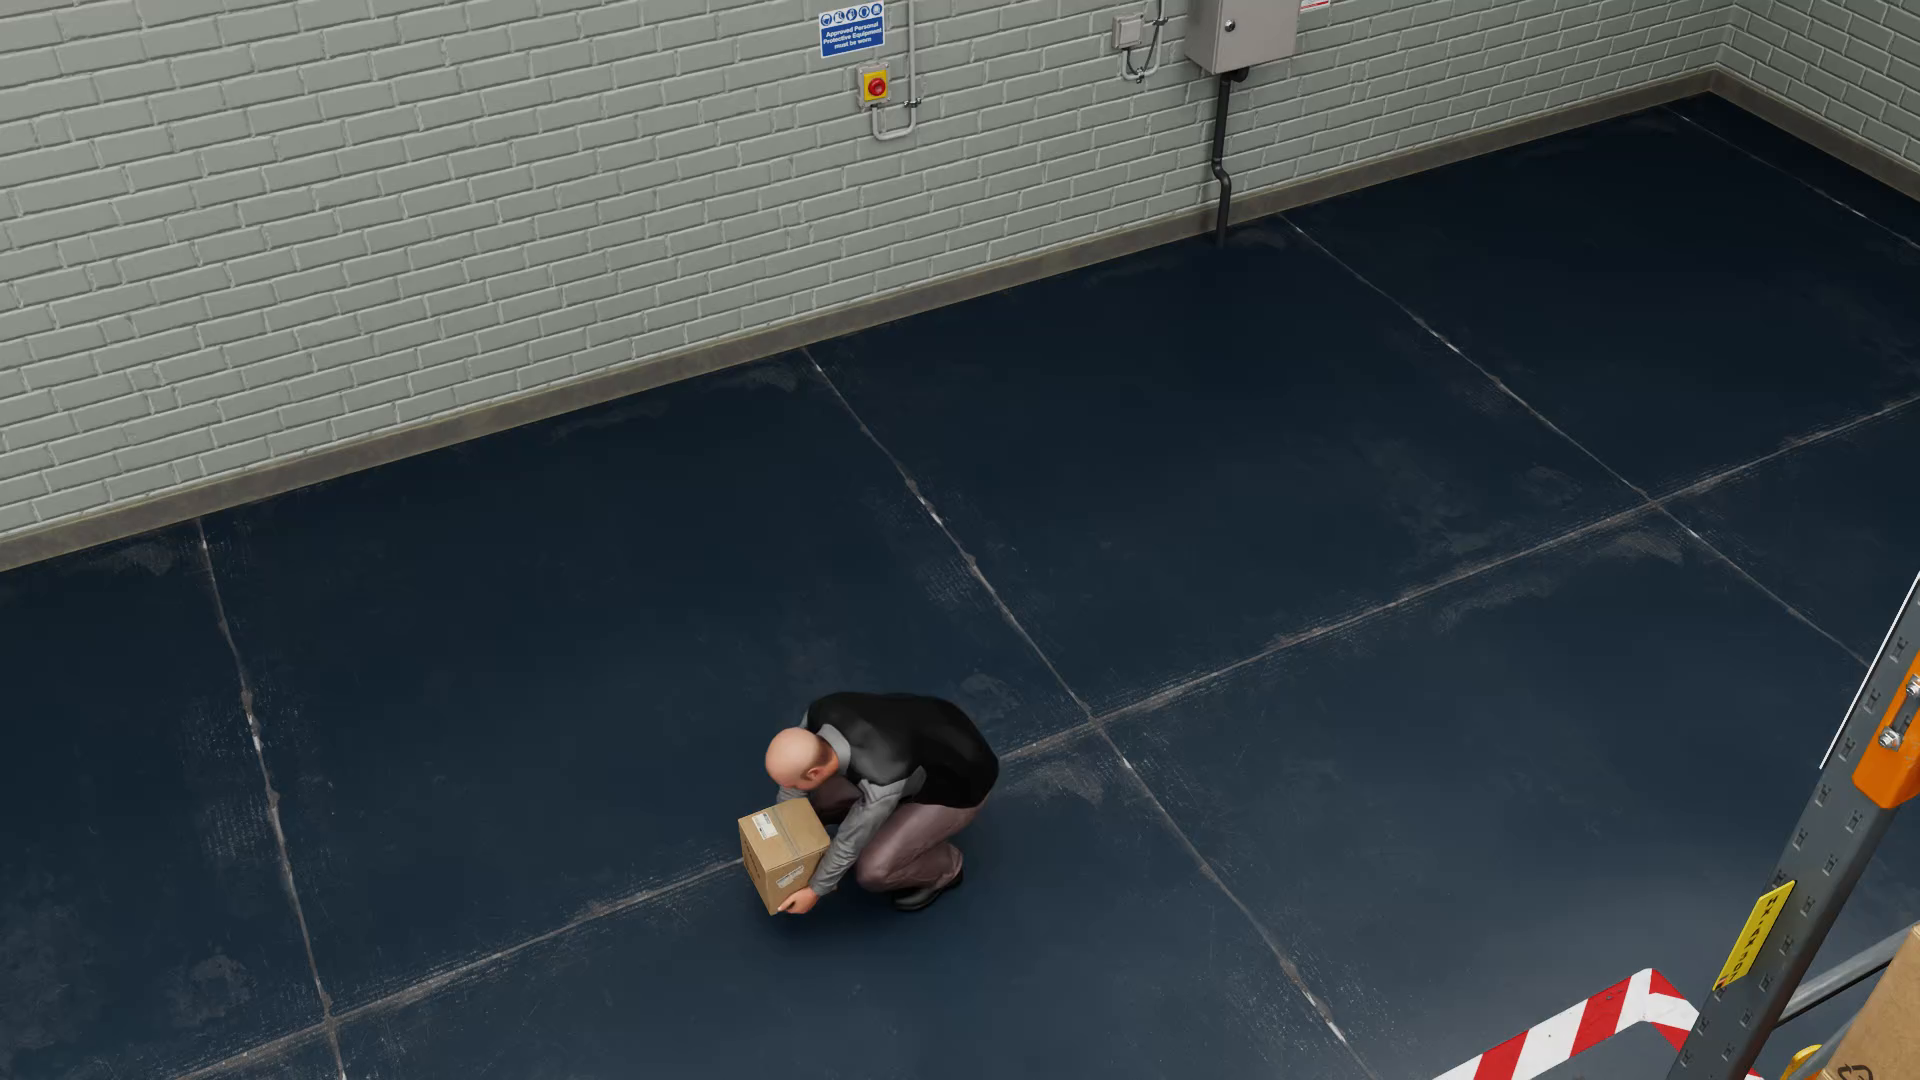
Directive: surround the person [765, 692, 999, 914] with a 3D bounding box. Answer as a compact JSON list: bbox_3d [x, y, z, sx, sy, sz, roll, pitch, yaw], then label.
[{"bbox_3d":[-0.294,0.878,5.758,0.876,0.960,0.516,-20,45,-21],"label":"person"}]
